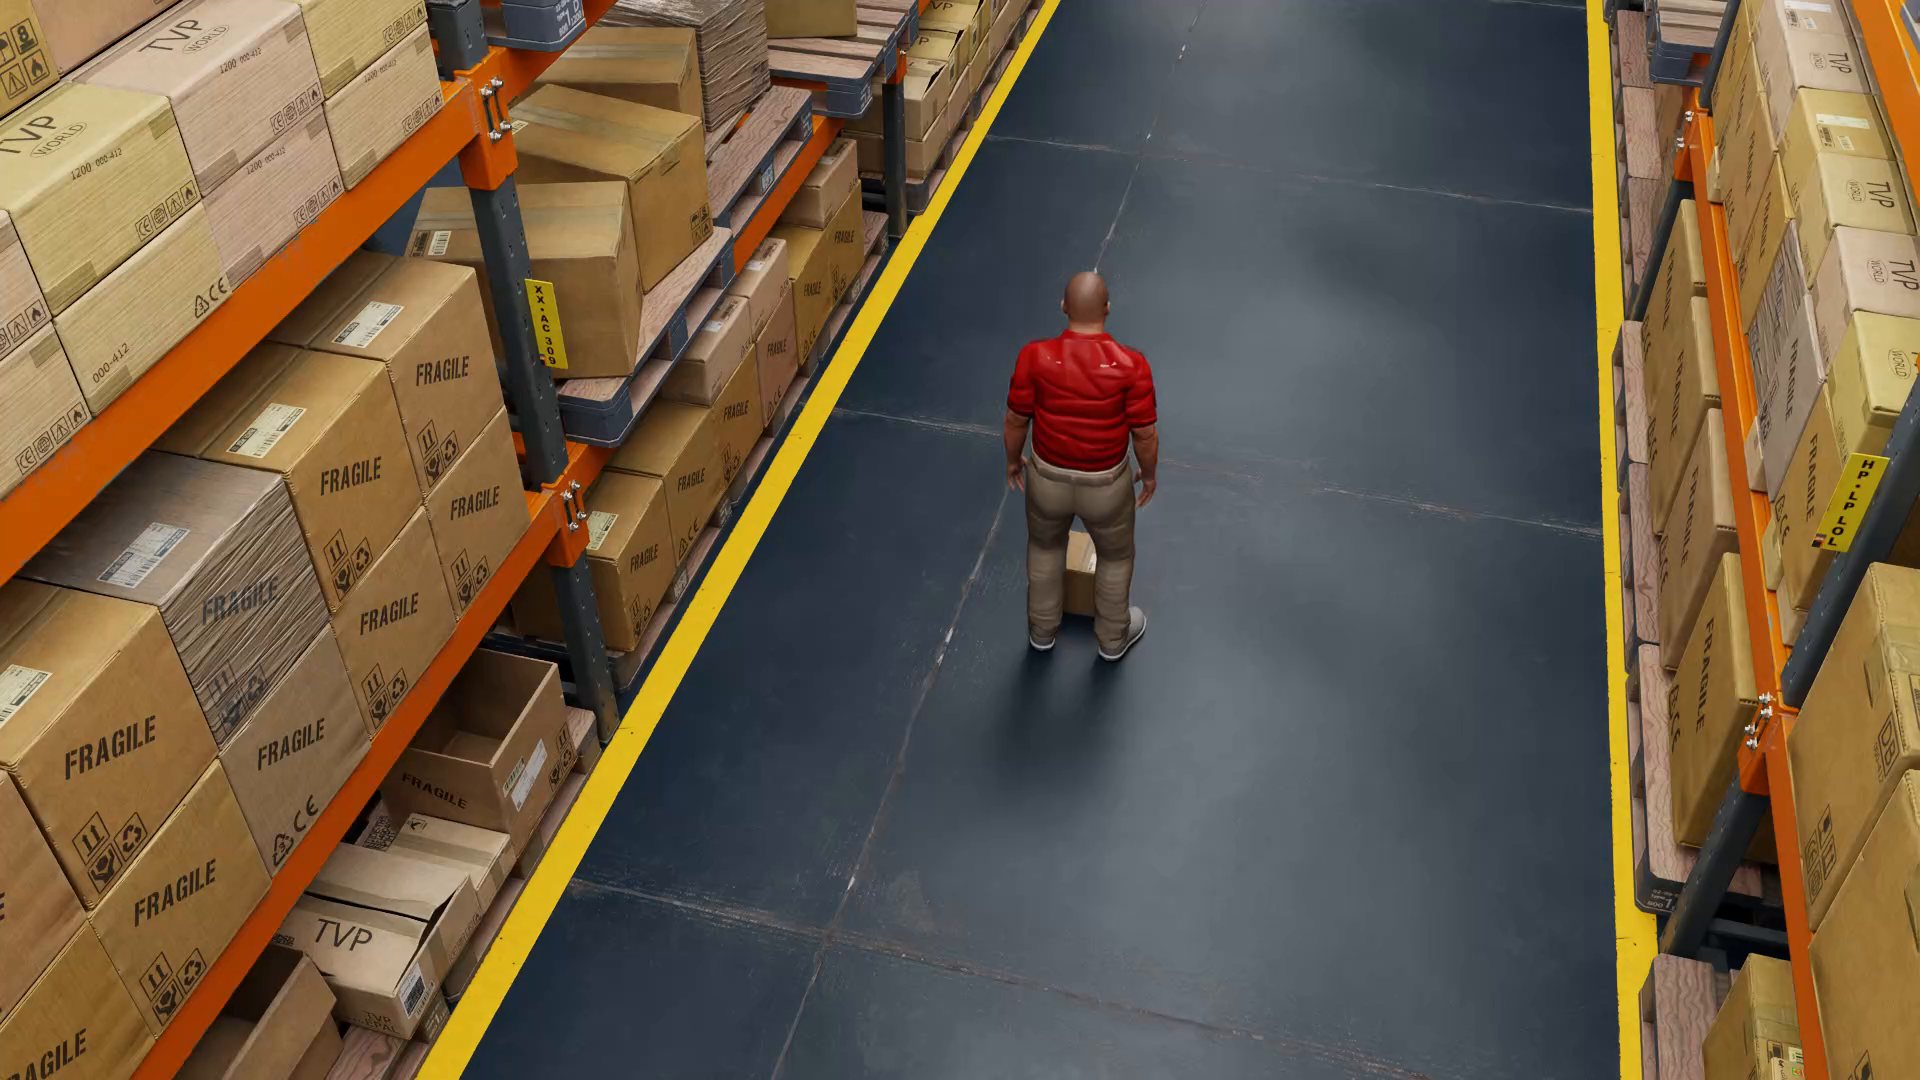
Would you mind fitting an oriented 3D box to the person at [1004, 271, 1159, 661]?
[{"bbox_3d":[0.469,-0.253,6.461,0.603,1.728,0.384,8,41,10],"label":"person"}]
